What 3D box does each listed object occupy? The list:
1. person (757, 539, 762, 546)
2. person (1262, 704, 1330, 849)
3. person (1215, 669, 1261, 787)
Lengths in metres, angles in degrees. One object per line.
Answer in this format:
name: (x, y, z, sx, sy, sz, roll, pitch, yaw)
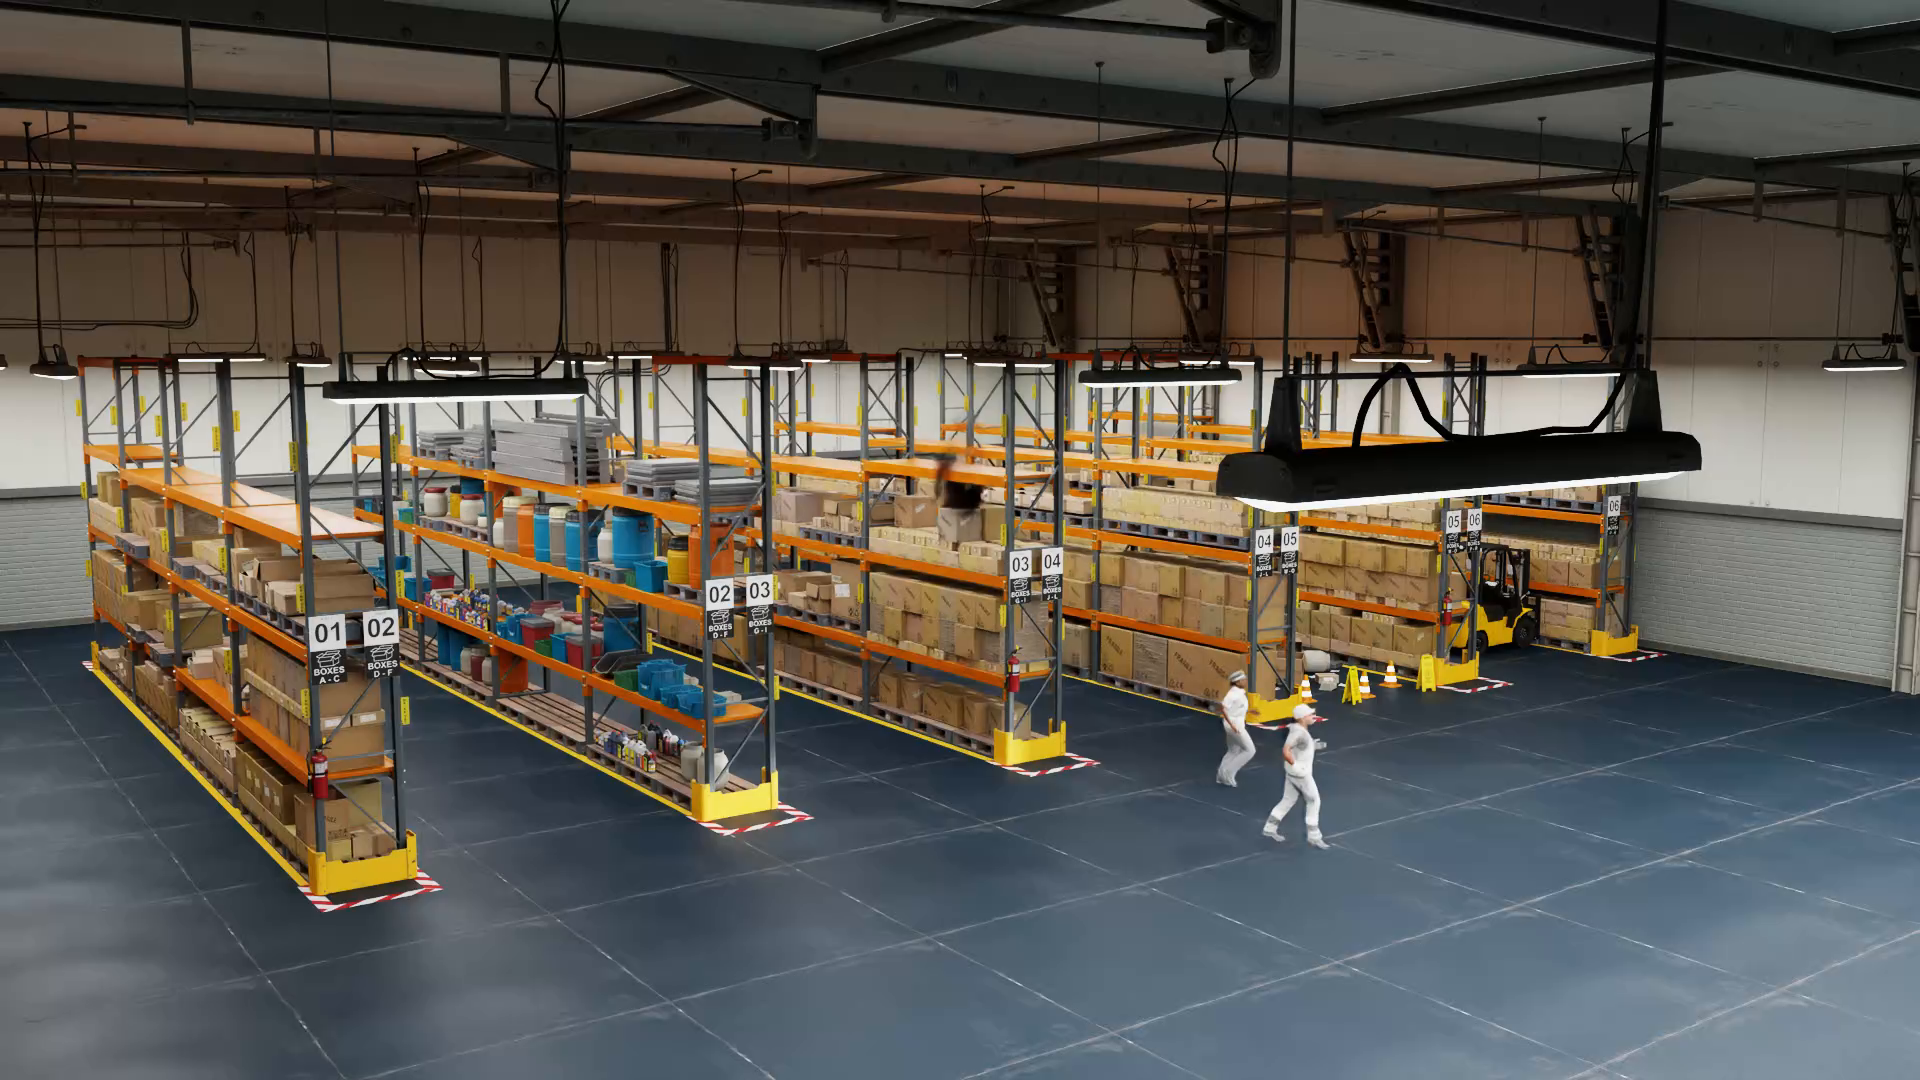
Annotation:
person: (-4.937, 0.505, 41.519, 0.479, 1.635, 0.658, -6, 9, -40)
person: (4.188, 2.940, 20.725, 0.845, 1.838, 0.623, -1, 7, -5)
person: (3.949, 2.651, 23.535, 0.616, 1.675, 0.555, 1, 7, 6)
